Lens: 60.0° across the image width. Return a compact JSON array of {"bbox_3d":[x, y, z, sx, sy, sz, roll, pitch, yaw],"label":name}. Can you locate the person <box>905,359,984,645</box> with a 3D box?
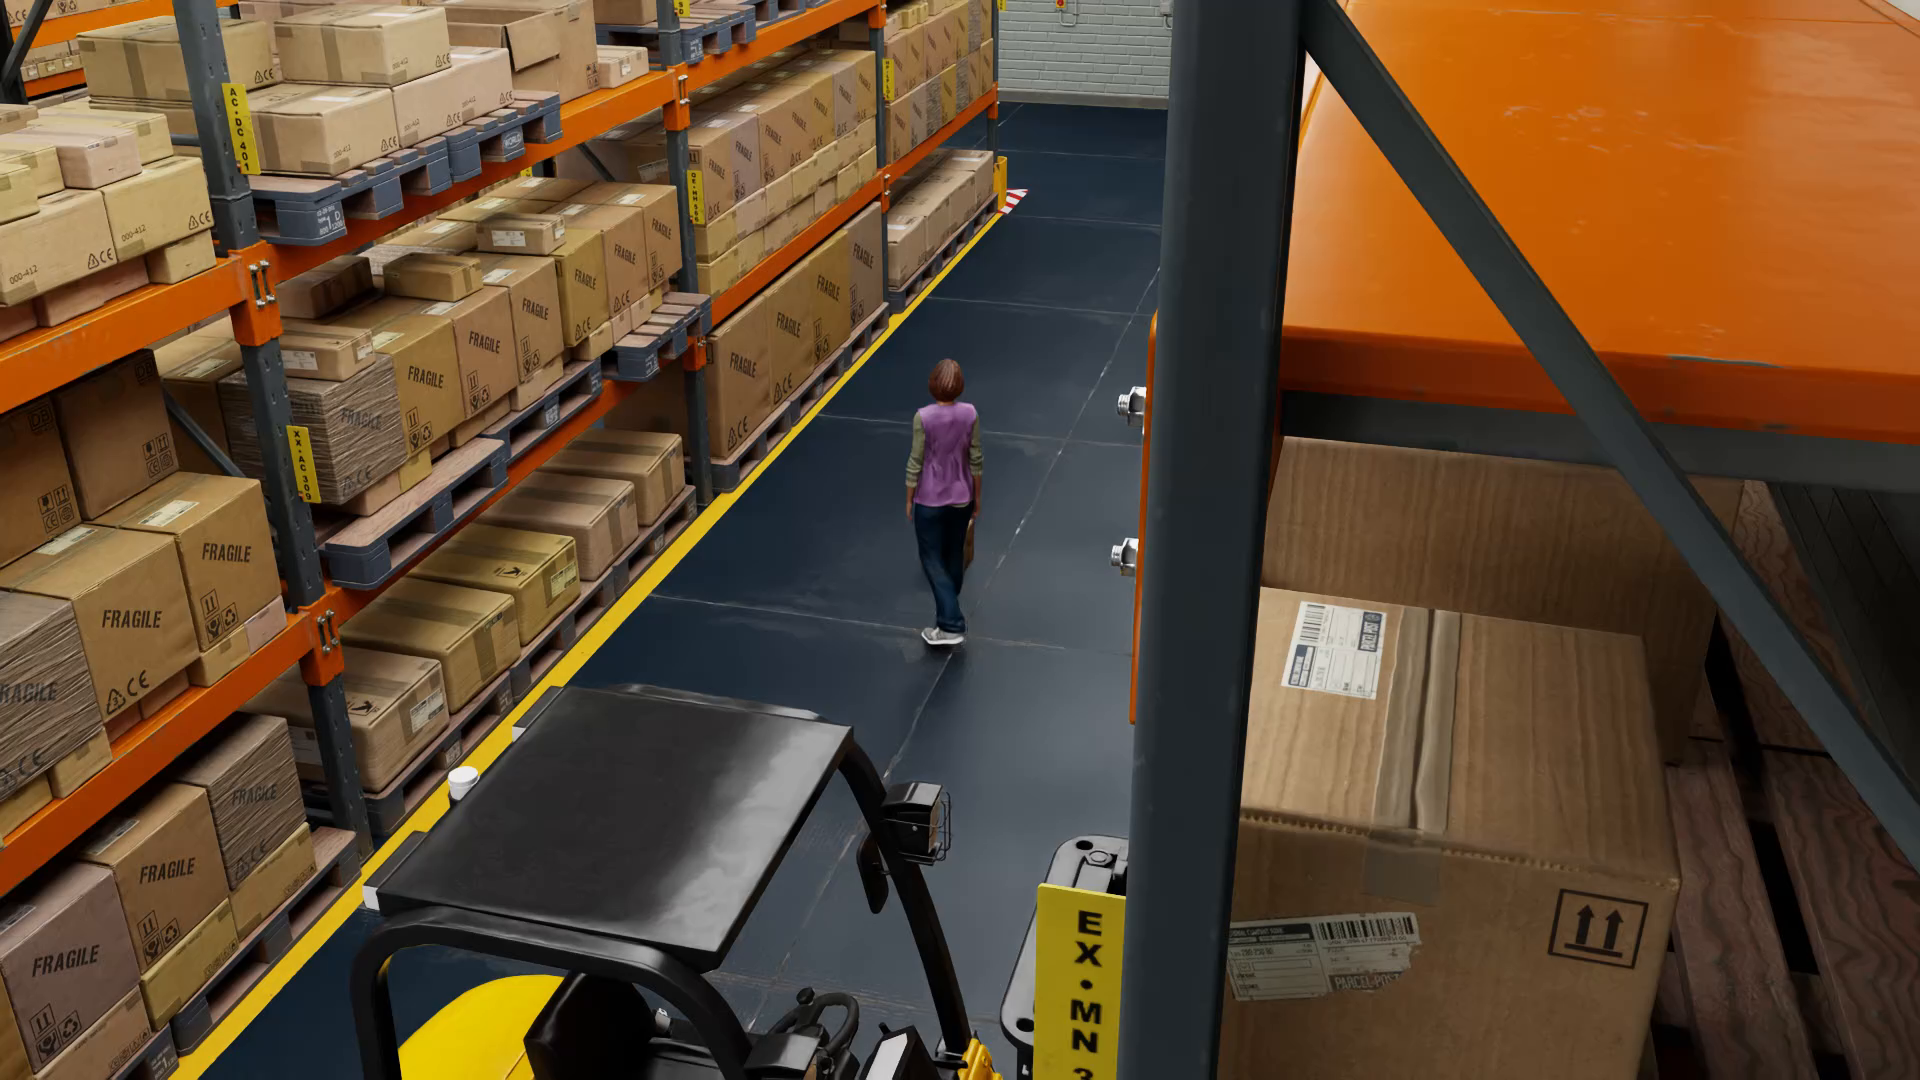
[{"bbox_3d":[-0.072,-0.187,9.033,0.430,1.572,0.557,-10,27,-20],"label":"person"}]
